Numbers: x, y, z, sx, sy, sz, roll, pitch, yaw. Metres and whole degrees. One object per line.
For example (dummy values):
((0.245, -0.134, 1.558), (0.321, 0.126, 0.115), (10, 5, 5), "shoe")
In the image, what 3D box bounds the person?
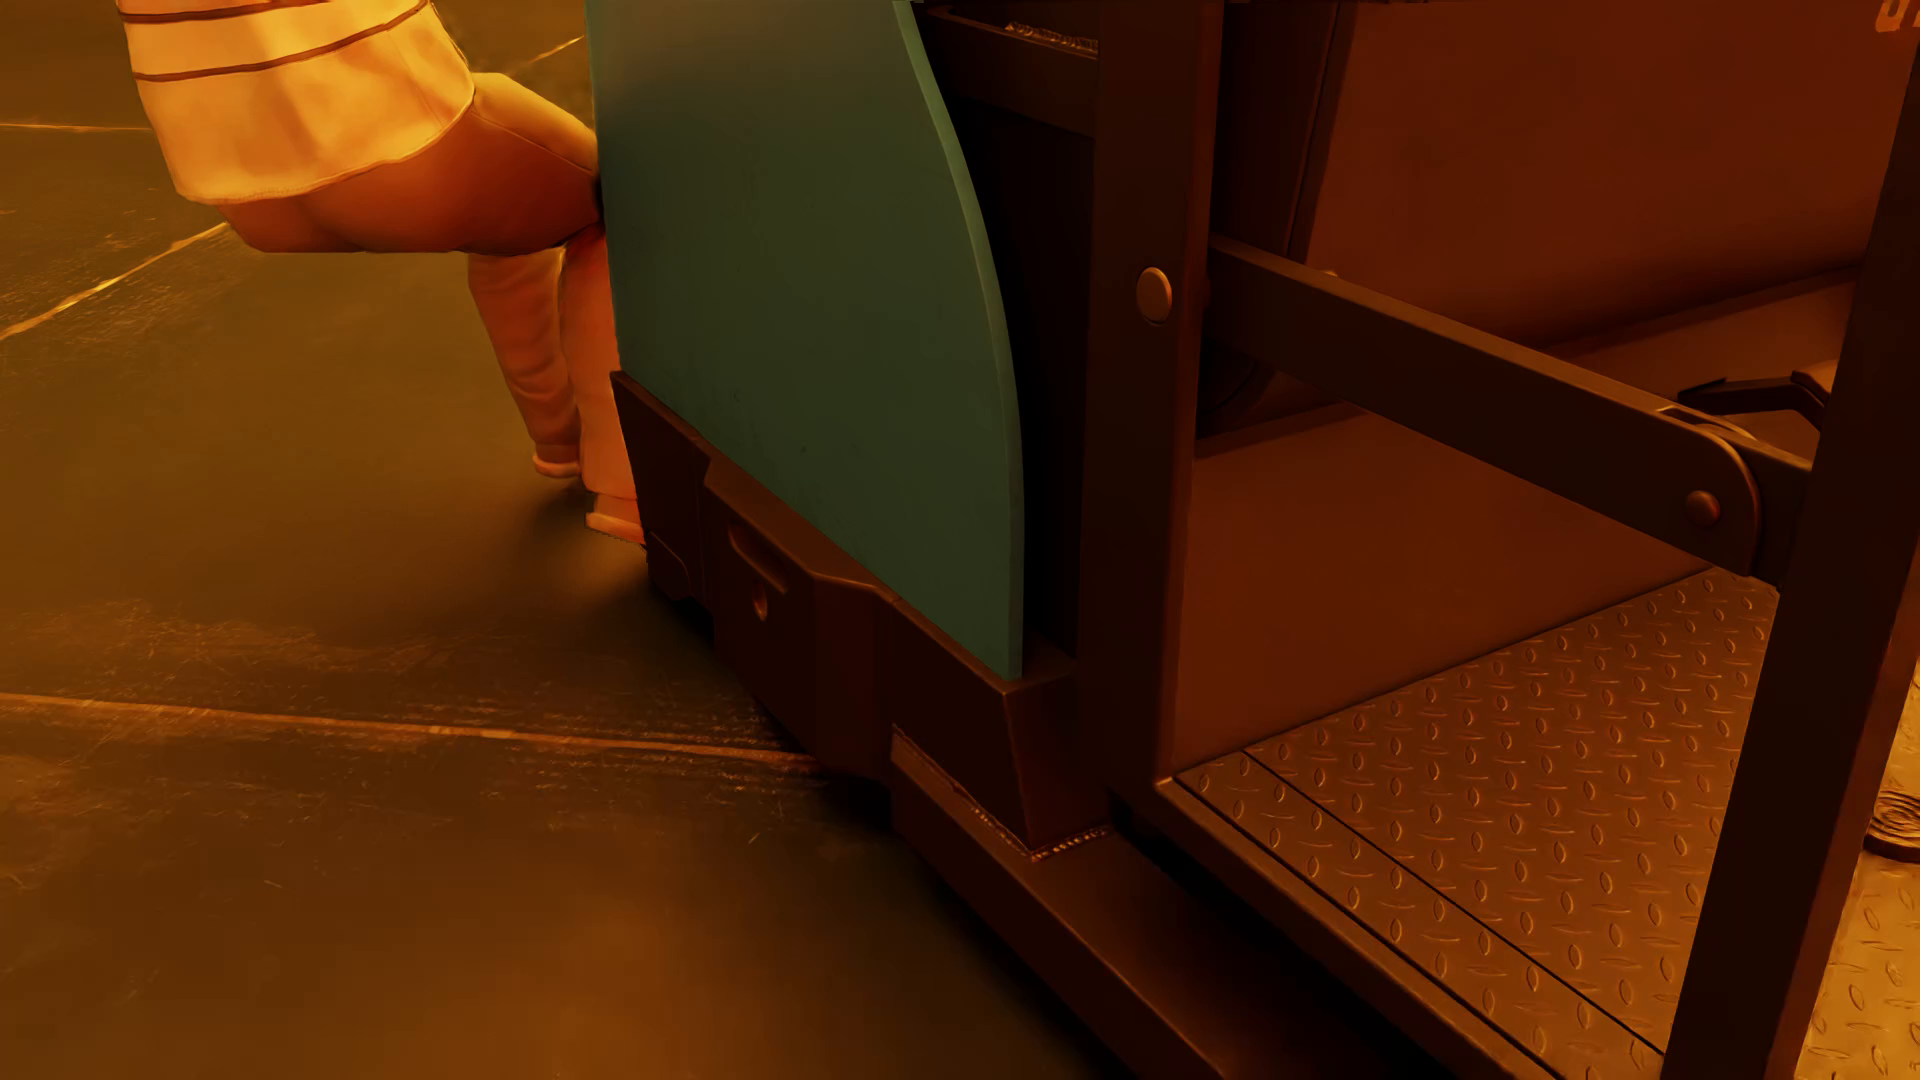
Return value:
((-0.670, -0.628, 2.178), (0.730, 1.465, 0.815), (9, 28, 17), "person")

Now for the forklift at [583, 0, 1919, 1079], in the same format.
((0.717, -0.849, 0.919), (1.130, 2.935, 3.031), (-16, 30, -28), "forklift")
